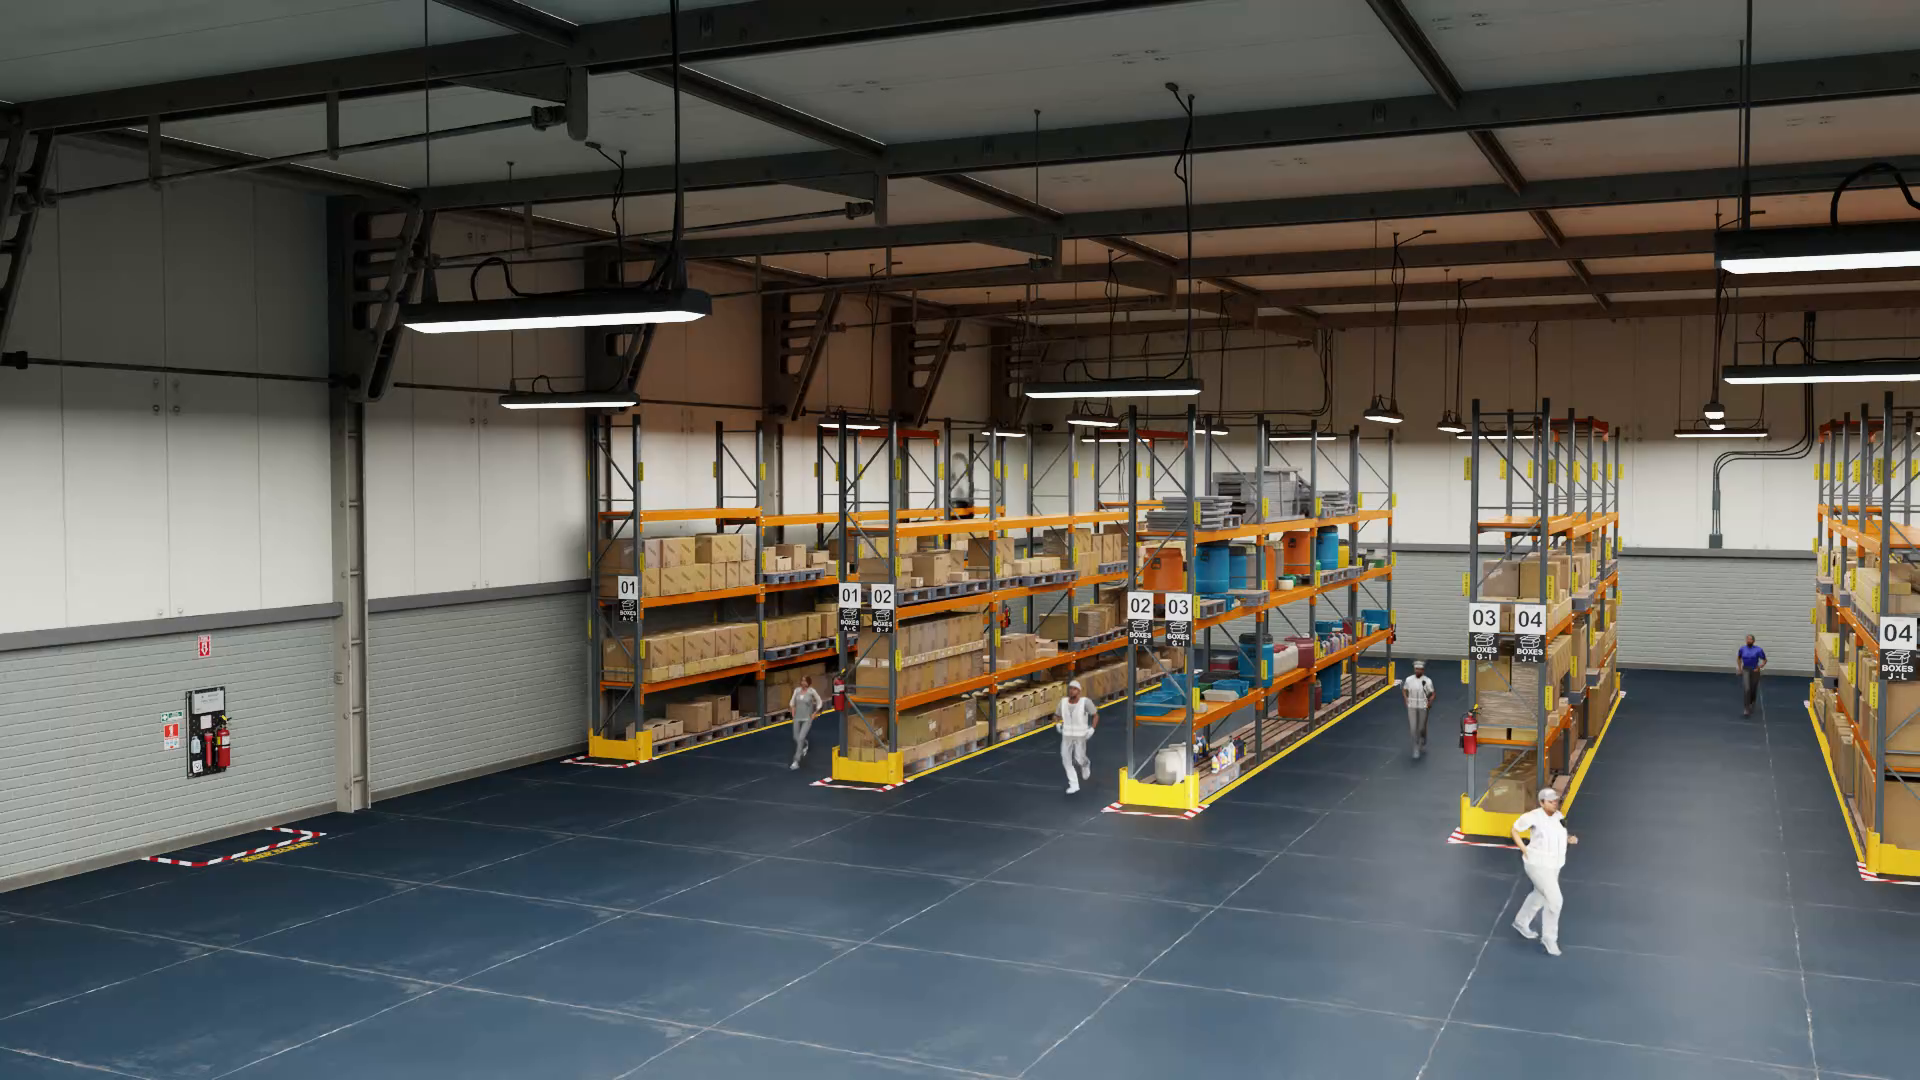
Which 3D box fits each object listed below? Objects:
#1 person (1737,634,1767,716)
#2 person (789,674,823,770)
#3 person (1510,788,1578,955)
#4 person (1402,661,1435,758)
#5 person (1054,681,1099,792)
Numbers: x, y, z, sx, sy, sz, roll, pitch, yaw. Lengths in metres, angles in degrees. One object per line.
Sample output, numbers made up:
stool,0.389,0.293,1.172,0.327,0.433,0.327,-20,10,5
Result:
person,16.348,2.767,34.340,0.578,1.653,0.774,1,3,31
person,-2.627,3.072,28.241,0.576,1.593,0.725,1,2,13
person,6.157,3.468,17.528,0.574,1.738,0.750,-2,3,-33
person,8.109,2.970,29.436,0.577,1.686,0.760,1,2,20
person,1.808,3.068,26.066,0.727,1.733,0.590,1,3,20
